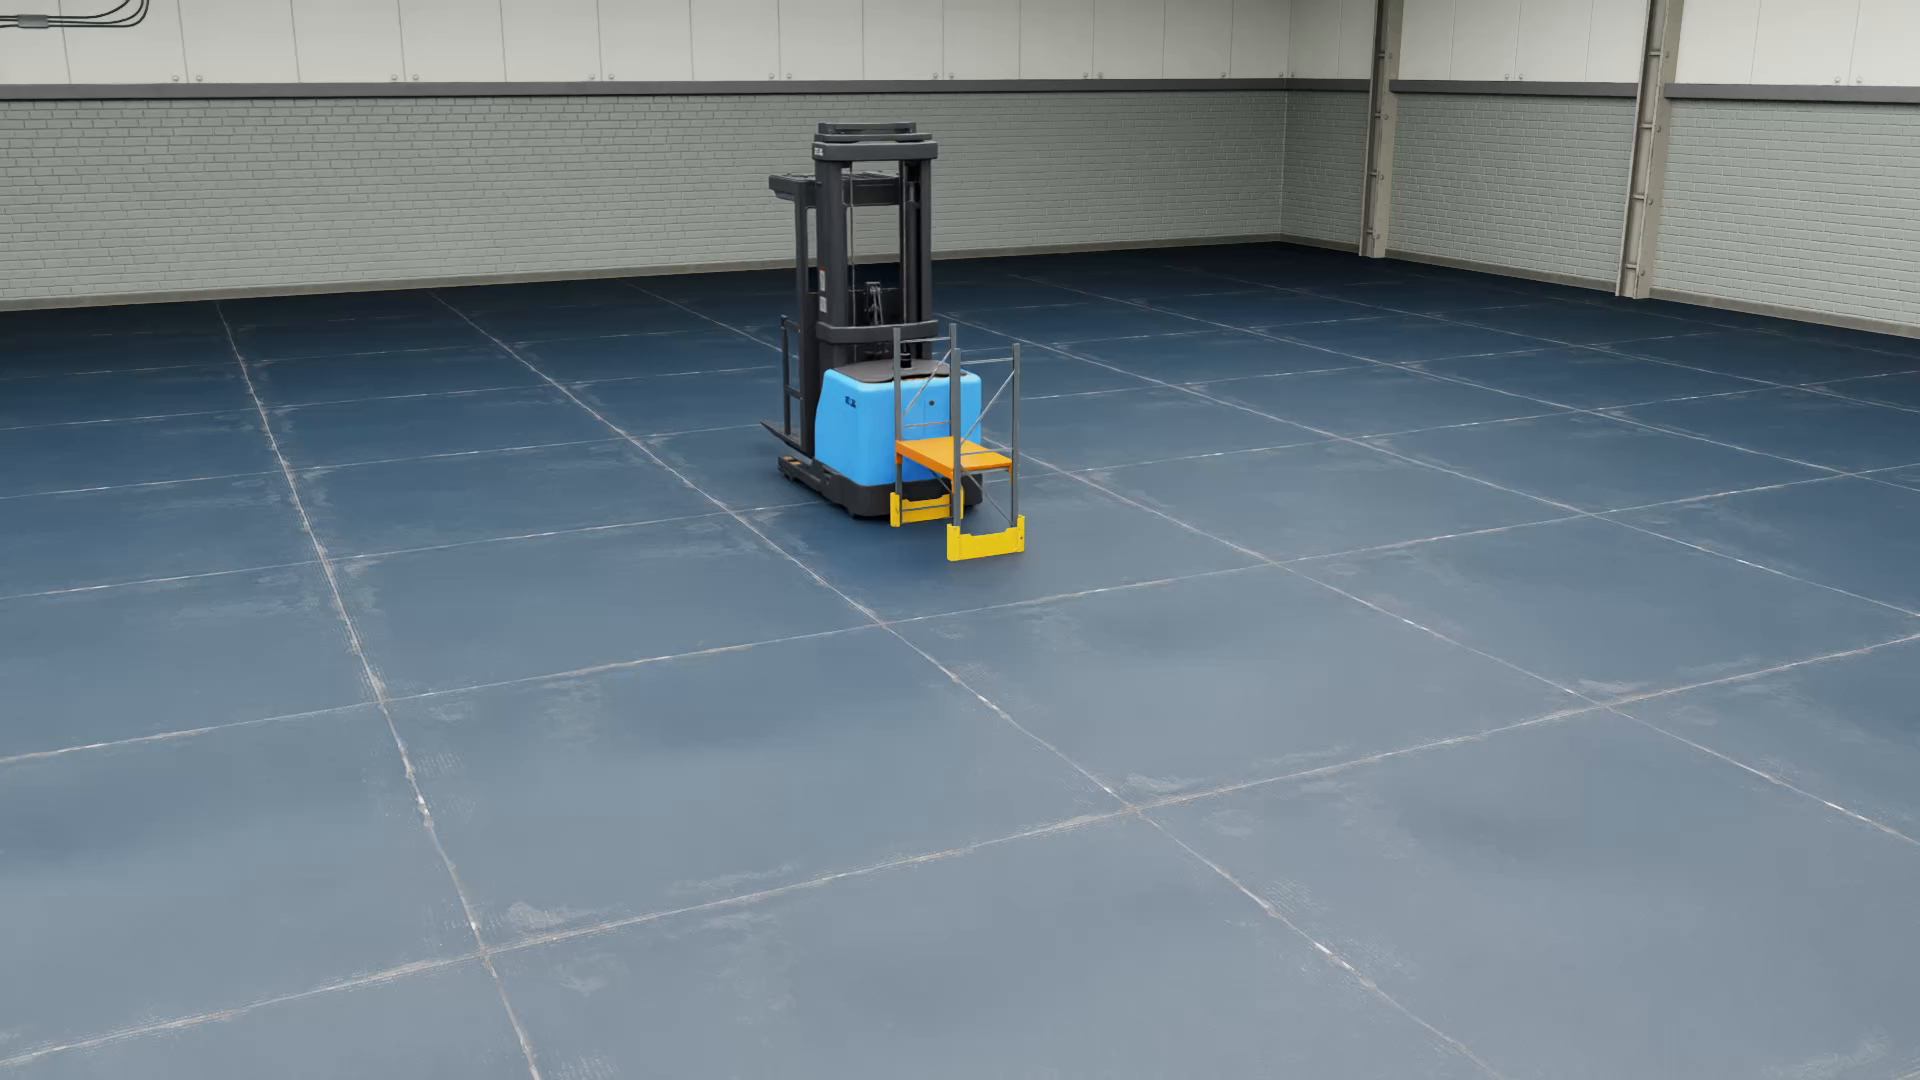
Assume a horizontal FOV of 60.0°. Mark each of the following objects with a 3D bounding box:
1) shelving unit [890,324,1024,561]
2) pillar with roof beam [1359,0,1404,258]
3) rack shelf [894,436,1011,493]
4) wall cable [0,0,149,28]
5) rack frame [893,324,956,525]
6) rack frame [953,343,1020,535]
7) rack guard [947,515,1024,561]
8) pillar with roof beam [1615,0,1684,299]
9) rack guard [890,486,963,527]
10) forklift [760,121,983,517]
[{"bbox_3d":[-0.033,-0.740,12.110,0.587,1.500,1.083,-8,18,-25],"label":"shelving unit"},{"bbox_3d":[3.618,-8.953,27.137,9.100,9.000,0.400,-8,18,-25],"label":"pillar with roof beam"},{"bbox_3d":[-0.037,-0.569,12.167,0.538,0.185,1.000,-8,18,-25],"label":"rack shelf"},{"bbox_3d":[-12.390,-9.335,22.302,2.305,6.003,0.169,-8,18,-25],"label":"wall cable"},{"bbox_3d":[-0.260,-0.868,12.557,0.500,1.500,0.032,-8,18,-25],"label":"rack frame"},{"bbox_3d":[0.185,-0.616,11.678,0.500,1.500,0.032,-8,18,-25],"label":"rack frame"},{"bbox_3d":[0.185,-0.016,11.852,0.587,0.250,0.087,-8,18,-25],"label":"rack guard"},{"bbox_3d":[6.246,-7.466,21.952,9.100,9.000,0.400,-8,18,-25],"label":"pillar with roof beam"},{"bbox_3d":[-0.252,-0.263,12.712,0.587,0.250,0.087,-8,18,-25],"label":"rack guard"},{"bbox_3d":[-0.895,-1.947,13.722,1.130,2.935,3.031,-7,18,-24],"label":"forklift"}]
